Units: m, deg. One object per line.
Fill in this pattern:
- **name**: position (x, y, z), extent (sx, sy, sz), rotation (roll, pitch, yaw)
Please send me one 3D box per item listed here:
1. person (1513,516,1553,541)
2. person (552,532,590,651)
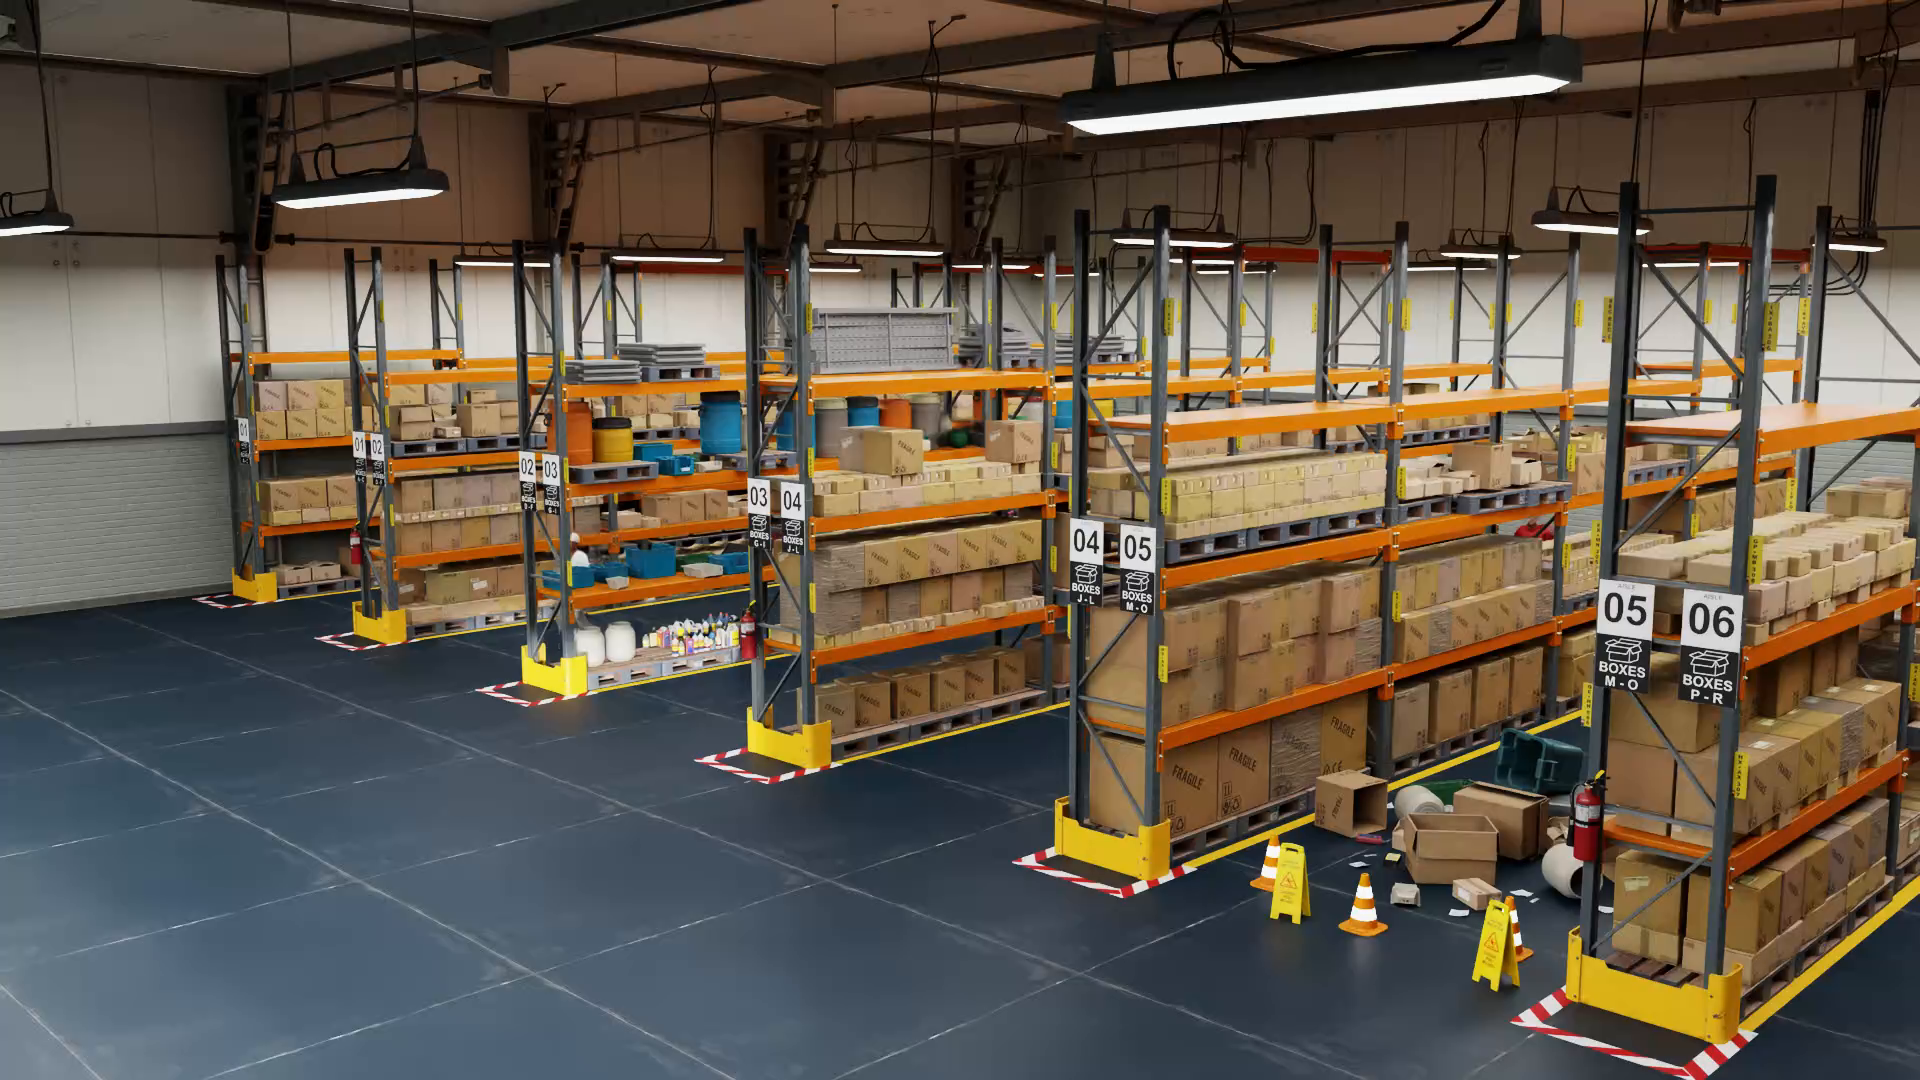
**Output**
- **person**: position (9.634, 0.371, 28.030), extent (0.704, 1.720, 0.817), rotation (4, 9, 25)
- **person**: position (-5.818, 0.781, 24.928), extent (0.672, 1.800, 0.739), rotation (5, 9, 30)
